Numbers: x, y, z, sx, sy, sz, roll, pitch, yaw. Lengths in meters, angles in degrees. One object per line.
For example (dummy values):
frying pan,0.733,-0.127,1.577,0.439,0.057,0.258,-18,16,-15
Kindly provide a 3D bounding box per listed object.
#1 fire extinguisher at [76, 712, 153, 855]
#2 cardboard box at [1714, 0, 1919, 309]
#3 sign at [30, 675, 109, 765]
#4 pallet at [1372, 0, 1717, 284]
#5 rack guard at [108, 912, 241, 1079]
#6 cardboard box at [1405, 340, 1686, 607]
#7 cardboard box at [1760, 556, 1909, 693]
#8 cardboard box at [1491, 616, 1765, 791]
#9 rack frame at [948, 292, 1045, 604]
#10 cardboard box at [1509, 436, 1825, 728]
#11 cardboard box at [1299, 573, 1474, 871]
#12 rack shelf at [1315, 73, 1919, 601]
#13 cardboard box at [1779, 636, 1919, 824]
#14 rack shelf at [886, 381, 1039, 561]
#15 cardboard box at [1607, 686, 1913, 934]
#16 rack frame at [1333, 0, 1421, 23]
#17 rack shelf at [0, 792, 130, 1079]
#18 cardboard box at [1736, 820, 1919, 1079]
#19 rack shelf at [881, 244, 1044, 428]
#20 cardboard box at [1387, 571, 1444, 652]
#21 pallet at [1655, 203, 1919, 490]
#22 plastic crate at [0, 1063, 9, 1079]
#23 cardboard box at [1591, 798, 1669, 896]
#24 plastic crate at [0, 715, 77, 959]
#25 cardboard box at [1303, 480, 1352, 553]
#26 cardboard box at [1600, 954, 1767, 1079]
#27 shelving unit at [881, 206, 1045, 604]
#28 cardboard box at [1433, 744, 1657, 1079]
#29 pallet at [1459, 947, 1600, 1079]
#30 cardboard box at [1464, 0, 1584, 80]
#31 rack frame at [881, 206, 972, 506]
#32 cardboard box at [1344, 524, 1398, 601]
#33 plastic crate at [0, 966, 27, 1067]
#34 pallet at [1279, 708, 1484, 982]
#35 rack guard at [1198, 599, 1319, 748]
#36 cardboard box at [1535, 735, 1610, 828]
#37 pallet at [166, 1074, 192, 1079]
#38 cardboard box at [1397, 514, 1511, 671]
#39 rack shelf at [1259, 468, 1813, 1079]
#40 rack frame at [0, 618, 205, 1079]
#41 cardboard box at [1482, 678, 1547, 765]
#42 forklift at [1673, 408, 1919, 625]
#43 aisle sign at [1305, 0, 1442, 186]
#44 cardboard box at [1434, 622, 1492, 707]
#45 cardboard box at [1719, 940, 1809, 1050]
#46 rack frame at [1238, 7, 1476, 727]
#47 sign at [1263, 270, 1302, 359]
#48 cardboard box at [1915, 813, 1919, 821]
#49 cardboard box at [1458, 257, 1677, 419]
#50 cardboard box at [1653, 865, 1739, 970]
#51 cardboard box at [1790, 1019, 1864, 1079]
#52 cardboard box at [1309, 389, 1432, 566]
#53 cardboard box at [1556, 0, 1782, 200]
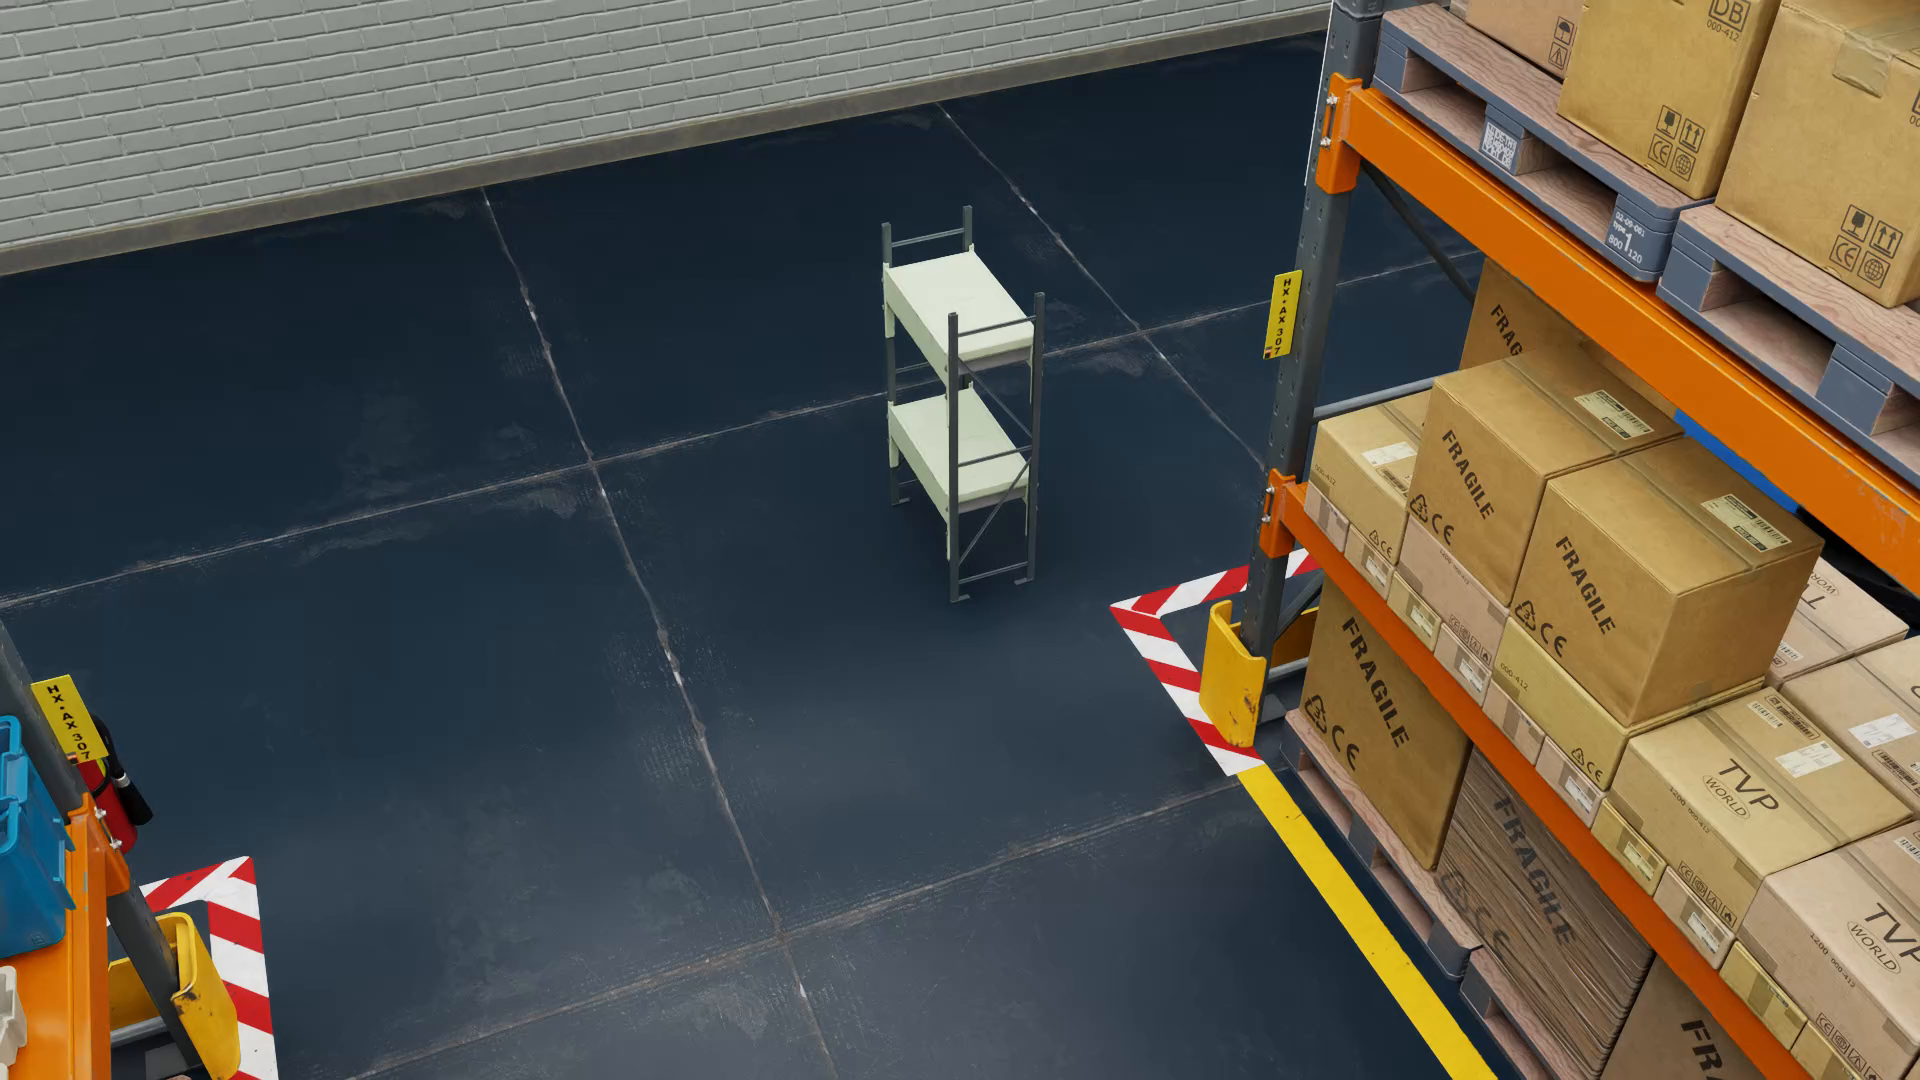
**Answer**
fire extinguisher,-2.630,0.681,4.921,0.296,0.674,0.183,-15,43,-17
cardboard box,2.179,-0.925,3.667,0.700,0.500,0.500,-18,44,-20
sign,-2.490,0.506,4.654,0.100,0.325,0.005,-15,43,-17
pallet,1.877,-1.180,4.508,1.003,0.211,1.213,-15,43,-17
rack guard,-3.014,1.652,5.365,1.175,0.500,0.348,-15,43,-17
cardboard box,1.709,-0.203,4.916,0.500,0.500,0.500,-16,43,-18
cardboard box,2.403,0.261,4.951,0.500,0.250,0.500,-17,43,-18
cardboard box,1.912,0.395,4.796,0.500,0.250,0.500,-16,43,-18
rack frame,0.143,-0.344,6.919,0.400,1.500,0.023,-15,43,-17
cardboard box,1.913,0.107,4.555,0.500,0.500,0.500,-16,43,-18
cardboard box,1.903,0.491,6.104,0.875,0.875,0.875,-15,43,-17
rack shelf,2.349,-0.180,3.829,1.077,0.370,4.000,-15,43,-17
cardboard box,2.606,0.574,4.587,0.500,0.250,0.500,-15,43,-17
rack shelf,0.003,-0.317,7.387,0.431,0.370,0.720,-15,43,-17
cardboard box,2.116,0.708,4.432,0.500,0.250,0.500,-16,43,-18
rack frame,1.584,-2.795,4.017,1.000,3.000,0.127,-15,43,-17
rack shelf,-2.227,2.193,3.370,1.077,0.370,4.000,-15,43,-17
cardboard box,2.307,1.014,4.076,0.500,0.250,0.500,-14,43,-16
rack shelf,0.003,-0.861,6.920,0.431,0.370,0.720,-15,43,-17
cardboard box,1.612,0.179,5.352,0.380,0.149,0.250,-16,43,-18
pallet,2.348,-0.444,3.652,1.003,0.211,1.213,-15,43,-17
plastic crate,-2.416,1.416,3.877,0.396,0.136,0.243,-15,43,-17
cardboard box,2.004,0.797,4.634,0.380,0.149,0.250,-16,43,-18
plastic crate,-2.692,0.834,4.325,0.616,0.435,0.499,-15,43,-17
cardboard box,1.415,-0.129,5.711,0.380,0.149,0.250,-15,43,-16
cardboard box,2.591,1.576,4.843,0.875,0.875,0.875,-15,43,-17
shelving unit,0.003,-0.565,7.175,0.431,1.500,0.755,-15,43,-17
cardboard box,2.251,1.040,5.467,0.875,0.875,0.875,-15,43,-17
pallet,2.425,1.733,5.492,1.003,0.211,1.213,-15,43,-17
cardboard box,1.832,-1.593,4.445,0.700,0.500,0.500,-18,44,-19
rack frame,-0.137,-0.785,7.431,0.400,1.500,0.023,-15,43,-17
cardboard box,1.514,0.025,5.532,0.380,0.149,0.250,-16,43,-17
plastic crate,-2.513,1.238,4.084,0.396,0.136,0.243,-15,43,-17
pallet,1.962,0.999,6.345,1.003,0.211,1.213,-15,43,-17
rack guard,1.575,0.413,6.805,1.175,0.500,0.348,-15,43,-17
cardboard box,1.909,0.645,4.811,0.380,0.149,0.250,-16,43,-17
pallet,-2.713,2.279,4.857,1.003,0.211,1.213,-15,43,-17
cardboard box,1.723,0.091,5.149,0.500,0.250,0.500,-16,43,-17
rack shelf,2.349,0.957,4.807,1.077,0.370,4.000,-15,43,-17
rack frame,-2.992,0.715,4.537,1.000,3.000,0.127,-15,43,-17
cardboard box,1.810,0.489,4.992,0.380,0.149,0.250,-16,43,-18
forklift,4.349,-1.068,6.663,3.031,2.935,1.130,27,48,28
aisle sign,1.279,-1.475,5.089,0.394,0.787,0.004,-15,43,-17
cardboard box,1.713,0.336,5.170,0.380,0.149,0.250,-16,43,-18
cardboard box,2.203,1.108,4.272,0.380,0.149,0.250,-16,43,-18
rack frame,1.584,-0.521,5.973,1.000,3.000,0.127,-15,43,-17
sign,1.069,-0.744,5.509,0.100,0.325,0.005,-15,43,-17
cardboard box,2.787,0.873,4.240,0.500,0.250,0.500,-14,43,-16
cardboard box,2.013,-0.633,5.416,0.500,0.500,0.500,-15,43,-16
cardboard box,2.106,0.955,4.451,0.380,0.149,0.250,-14,43,-16
cardboard box,2.301,1.262,4.093,0.380,0.149,0.250,-14,43,-16
cardboard box,1.518,-0.220,5.511,0.500,0.250,0.500,-16,43,-18
cardboard box,1.936,-1.224,4.015,0.700,0.500,0.500,-17,43,-18
